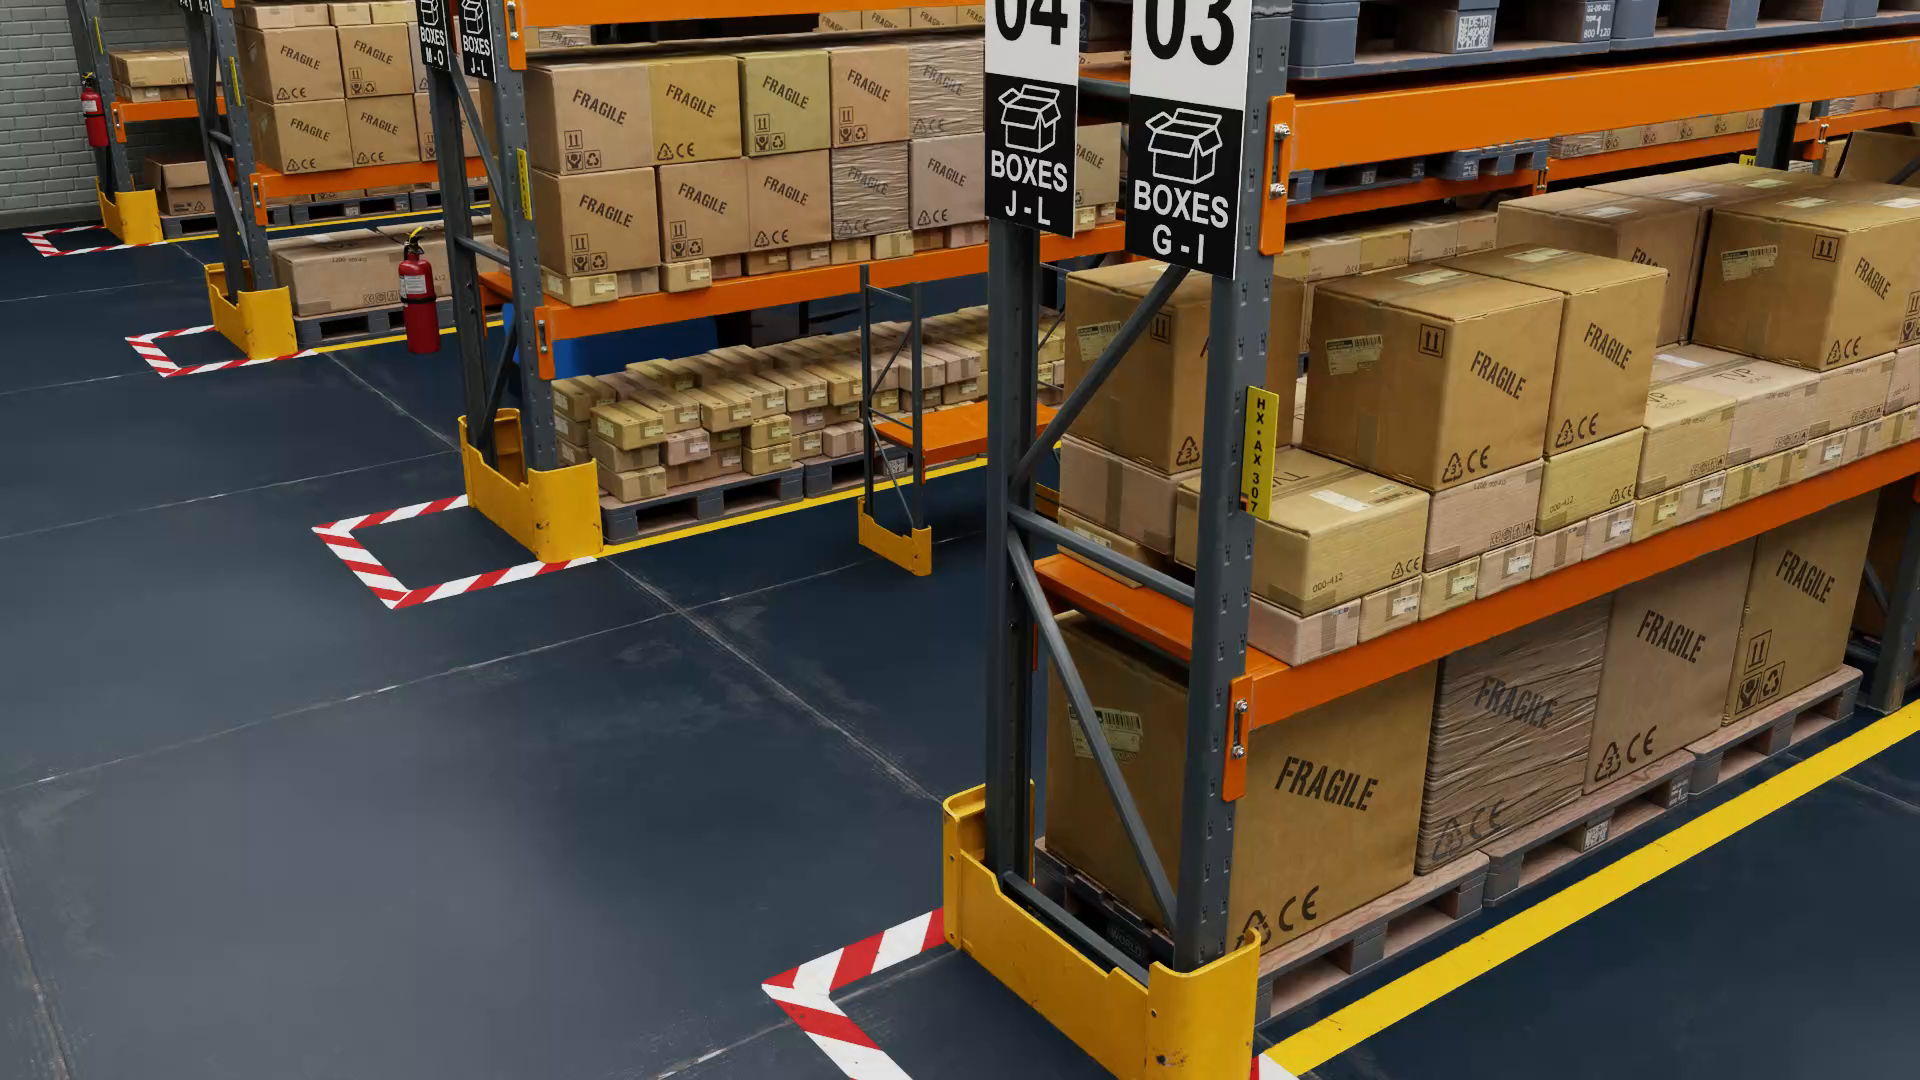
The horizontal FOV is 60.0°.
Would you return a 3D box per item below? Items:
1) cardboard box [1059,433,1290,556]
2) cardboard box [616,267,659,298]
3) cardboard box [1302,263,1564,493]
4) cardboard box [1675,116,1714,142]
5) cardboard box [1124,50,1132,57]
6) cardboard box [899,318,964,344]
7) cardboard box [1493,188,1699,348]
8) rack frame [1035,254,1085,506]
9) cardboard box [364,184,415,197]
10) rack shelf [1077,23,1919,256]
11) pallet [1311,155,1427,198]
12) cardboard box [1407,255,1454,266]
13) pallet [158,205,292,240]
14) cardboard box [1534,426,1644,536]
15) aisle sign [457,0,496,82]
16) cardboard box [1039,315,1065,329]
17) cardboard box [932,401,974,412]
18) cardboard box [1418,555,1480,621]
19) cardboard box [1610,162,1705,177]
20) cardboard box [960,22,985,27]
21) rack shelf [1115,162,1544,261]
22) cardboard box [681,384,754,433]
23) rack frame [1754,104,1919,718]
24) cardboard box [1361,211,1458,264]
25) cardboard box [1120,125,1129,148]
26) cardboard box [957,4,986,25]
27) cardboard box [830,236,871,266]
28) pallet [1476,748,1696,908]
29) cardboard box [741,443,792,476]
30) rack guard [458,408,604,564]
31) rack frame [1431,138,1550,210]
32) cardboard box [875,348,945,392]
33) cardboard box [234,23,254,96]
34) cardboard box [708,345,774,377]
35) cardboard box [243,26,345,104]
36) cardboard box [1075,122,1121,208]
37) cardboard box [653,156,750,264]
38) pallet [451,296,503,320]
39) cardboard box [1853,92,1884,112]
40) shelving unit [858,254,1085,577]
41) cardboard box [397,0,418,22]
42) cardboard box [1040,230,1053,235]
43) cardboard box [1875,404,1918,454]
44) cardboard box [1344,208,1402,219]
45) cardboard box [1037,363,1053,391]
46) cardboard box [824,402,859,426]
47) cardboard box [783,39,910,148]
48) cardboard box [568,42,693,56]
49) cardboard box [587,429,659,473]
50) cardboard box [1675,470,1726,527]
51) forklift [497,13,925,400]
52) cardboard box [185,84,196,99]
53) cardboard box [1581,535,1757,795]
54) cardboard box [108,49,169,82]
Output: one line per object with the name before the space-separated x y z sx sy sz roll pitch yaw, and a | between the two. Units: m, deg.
cardboard box | 0.658 -0.195 5.140 0.500 0.250 0.500 -15 26 -34
cardboard box | -1.759 -1.378 8.643 0.250 0.149 0.380 -14 26 -31
cardboard box | 1.372 -0.490 4.866 0.500 0.500 0.500 -16 27 -34
cardboard box | 5.847 -3.577 13.679 0.500 0.500 0.500 -15 26 -33
cardboard box | 1.626 -5.062 16.433 0.500 0.500 0.500 -16 27 -34
cardboard box | -0.182 -1.282 10.540 0.250 0.149 0.380 -16 27 -34
cardboard box | 2.304 -0.980 6.093 0.500 0.500 0.500 -16 27 -34
rack frame | 0.482 -0.825 8.940 0.032 1.500 0.500 -15 26 -33
cardboard box | -6.159 -3.952 17.559 0.500 0.500 0.700 -16 27 -35
rack shelf | 2.043 -1.434 5.366 4.000 0.370 1.077 -15 26 -33
pallet | 2.516 -2.658 11.769 1.213 0.211 1.003 -15 26 -33
cardboard box | 3.293 -1.889 12.390 0.500 0.500 0.500 -14 26 -31
pallet | -7.562 -3.310 16.907 1.213 0.211 1.003 -15 26 -33
cardboard box | 1.795 -0.255 5.290 0.500 0.250 0.500 -16 27 -35
aisle sign | -2.279 -2.557 7.751 0.004 0.787 0.394 -15 26 -33
cardboard box | 0.715 -1.314 10.619 0.250 0.149 0.380 -14 26 -31
cardboard box | -0.108 -0.781 10.087 0.250 0.149 0.380 -15 26 -33
cardboard box | 1.315 0.086 4.974 0.250 0.149 0.380 -16 27 -34
cardboard box | 6.109 -2.835 14.422 0.750 0.750 1.050 -15 26 -33
cardboard box | 0.343 -2.947 10.348 0.500 0.500 0.500 -14 26 -32
rack shelf | 2.475 -2.421 11.886 4.000 0.370 1.077 -15 26 -33
cardboard box | -1.339 -0.726 9.147 0.250 0.149 0.380 -15 26 -33
rack frame | 3.666 -0.808 6.874 0.127 3.000 1.000 -15 26 -33
cardboard box | 3.293 -2.231 12.233 0.500 0.250 0.500 -14 26 -32
cardboard box | 1.059 -2.684 10.946 0.250 0.149 0.380 -14 26 -31
cardboard box | 0.040 -4.756 15.284 0.500 0.500 0.500 -15 26 -33
cardboard box | -0.704 -1.664 9.358 0.250 0.149 0.380 -14 26 -31
pallet | 2.012 0.894 6.371 1.213 0.211 1.003 -15 26 -33
cardboard box | -1.149 -0.504 9.391 0.250 0.149 0.380 -15 26 -32
rack guard | -2.334 -0.312 9.003 0.348 0.500 1.175 -15 26 -33
rack frame | 4.099 -3.188 12.838 0.127 3.000 1.000 -15 26 -33
cardboard box | -0.301 -1.009 9.856 0.250 0.149 0.380 -16 27 -35
cardboard box | -5.116 -3.610 12.413 0.500 0.500 0.500 -14 26 -31
cardboard box | -1.307 -1.037 9.926 0.250 0.149 0.380 -14 26 -31
cardboard box | -4.812 -3.452 12.017 0.500 0.500 0.500 -16 27 -34
cardboard box | 0.624 -2.317 10.119 0.500 0.500 0.500 -15 26 -33
cardboard box | -1.450 -1.778 8.769 0.500 0.500 0.500 -15 26 -33
pallet | -3.775 -2.087 13.843 1.213 0.211 1.003 -15 26 -33
cardboard box | 8.071 -4.332 15.504 0.550 0.550 0.875 -15 26 -33
shelving unit | 0.062 -0.713 8.660 1.083 1.500 0.587 -15 26 -33
cardboard box | -4.084 -3.964 12.424 0.250 0.149 0.380 -15 26 -32
cardboard box | 0.359 -1.945 10.061 0.250 0.149 0.380 -14 26 -31
cardboard box | 3.401 -0.471 6.368 0.250 0.149 0.380 -14 26 -32
cardboard box | 2.986 -2.384 12.617 0.500 0.250 0.500 -15 26 -33
cardboard box | 0.362 -1.042 10.338 0.250 0.149 0.380 -16 27 -35
cardboard box | -0.790 -0.803 9.741 0.250 0.149 0.380 -13 25 -30
cardboard box | -0.623 -2.451 9.105 0.500 0.500 0.500 -16 27 -34
cardboard box | -1.758 -2.389 8.950 0.500 0.500 0.500 -16 27 -35
cardboard box | -1.820 -0.501 8.984 0.250 0.149 0.380 -14 26 -31
cardboard box | 2.360 -0.194 5.673 0.250 0.149 0.380 -14 26 -32
forklift | -1.601 -2.524 11.268 3.031 2.935 1.130 -18 28 -38
cardboard box | -7.471 -4.424 16.275 0.250 0.149 0.380 -15 26 -34
cardboard box | 2.353 0.298 6.404 0.875 0.875 0.875 -15 26 -33
cardboard box | -8.052 -4.664 16.338 0.500 0.250 0.500 -14 26 -31
